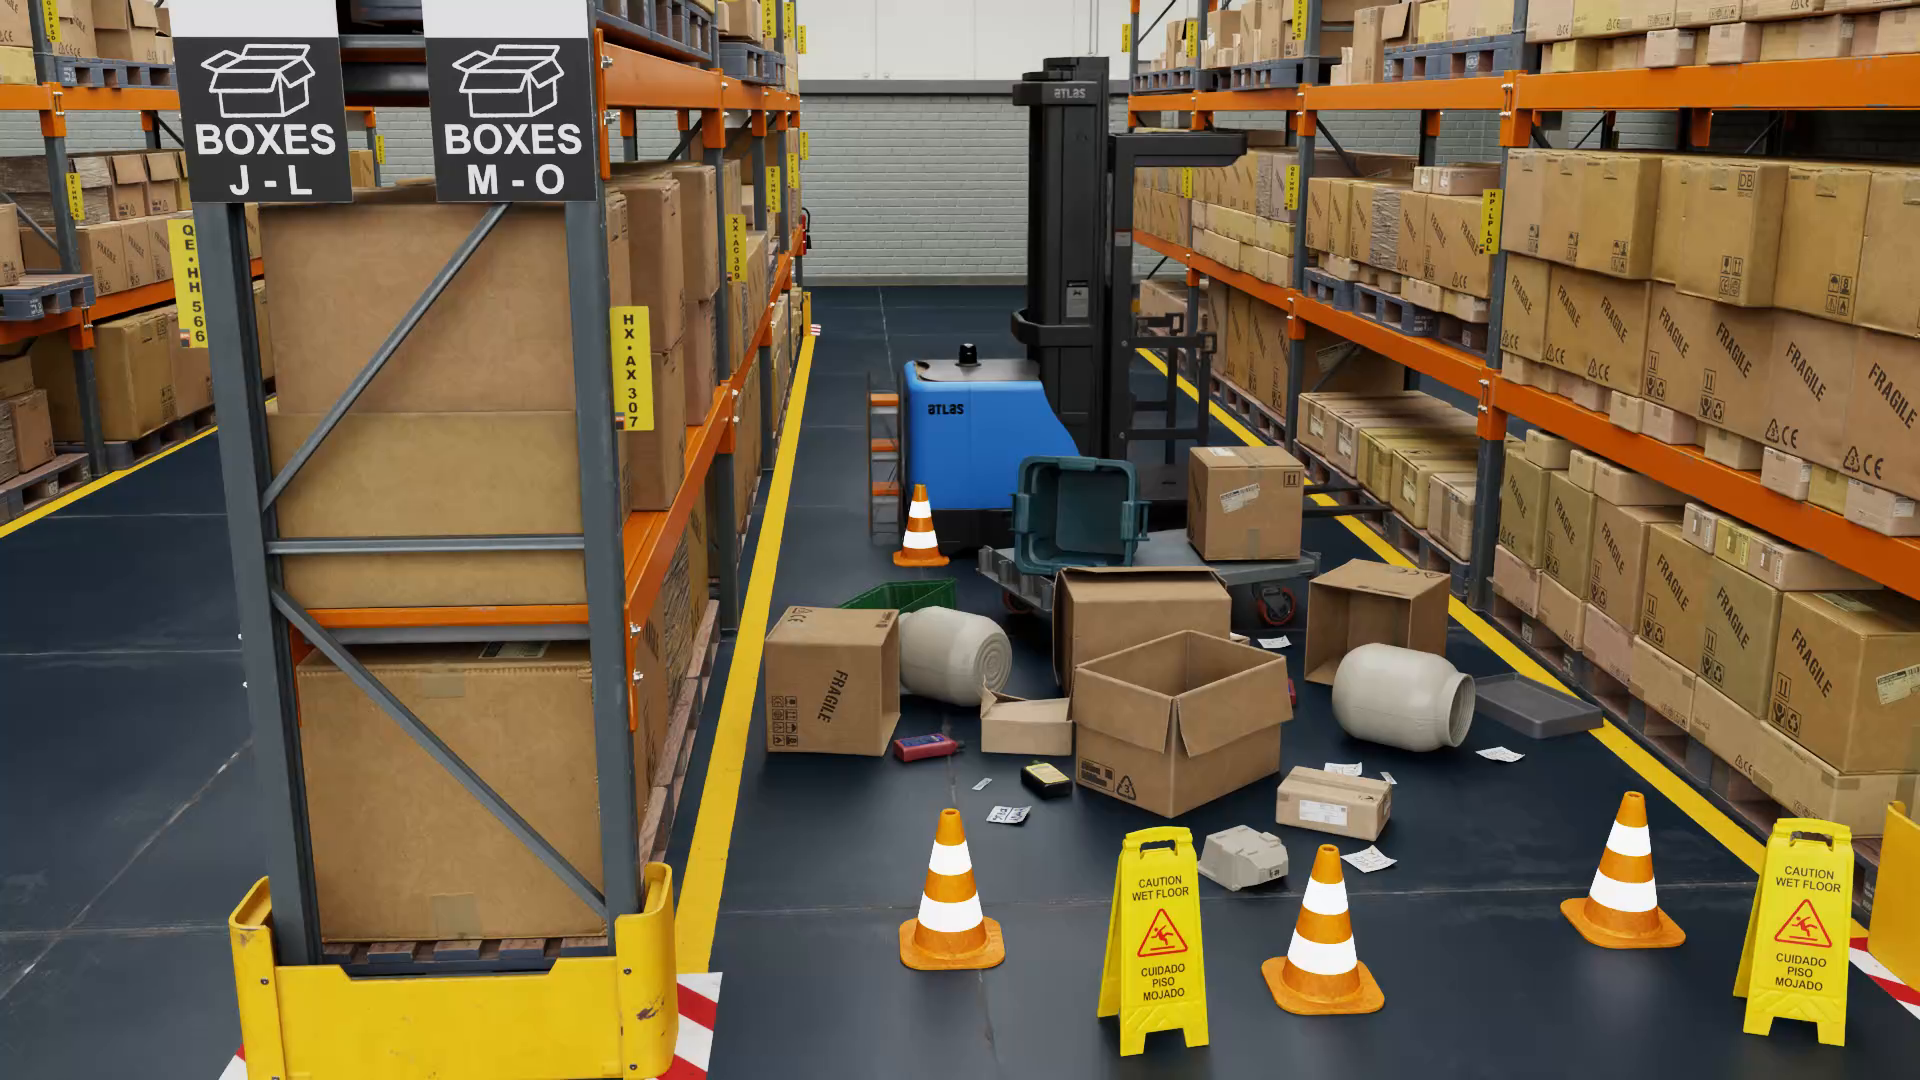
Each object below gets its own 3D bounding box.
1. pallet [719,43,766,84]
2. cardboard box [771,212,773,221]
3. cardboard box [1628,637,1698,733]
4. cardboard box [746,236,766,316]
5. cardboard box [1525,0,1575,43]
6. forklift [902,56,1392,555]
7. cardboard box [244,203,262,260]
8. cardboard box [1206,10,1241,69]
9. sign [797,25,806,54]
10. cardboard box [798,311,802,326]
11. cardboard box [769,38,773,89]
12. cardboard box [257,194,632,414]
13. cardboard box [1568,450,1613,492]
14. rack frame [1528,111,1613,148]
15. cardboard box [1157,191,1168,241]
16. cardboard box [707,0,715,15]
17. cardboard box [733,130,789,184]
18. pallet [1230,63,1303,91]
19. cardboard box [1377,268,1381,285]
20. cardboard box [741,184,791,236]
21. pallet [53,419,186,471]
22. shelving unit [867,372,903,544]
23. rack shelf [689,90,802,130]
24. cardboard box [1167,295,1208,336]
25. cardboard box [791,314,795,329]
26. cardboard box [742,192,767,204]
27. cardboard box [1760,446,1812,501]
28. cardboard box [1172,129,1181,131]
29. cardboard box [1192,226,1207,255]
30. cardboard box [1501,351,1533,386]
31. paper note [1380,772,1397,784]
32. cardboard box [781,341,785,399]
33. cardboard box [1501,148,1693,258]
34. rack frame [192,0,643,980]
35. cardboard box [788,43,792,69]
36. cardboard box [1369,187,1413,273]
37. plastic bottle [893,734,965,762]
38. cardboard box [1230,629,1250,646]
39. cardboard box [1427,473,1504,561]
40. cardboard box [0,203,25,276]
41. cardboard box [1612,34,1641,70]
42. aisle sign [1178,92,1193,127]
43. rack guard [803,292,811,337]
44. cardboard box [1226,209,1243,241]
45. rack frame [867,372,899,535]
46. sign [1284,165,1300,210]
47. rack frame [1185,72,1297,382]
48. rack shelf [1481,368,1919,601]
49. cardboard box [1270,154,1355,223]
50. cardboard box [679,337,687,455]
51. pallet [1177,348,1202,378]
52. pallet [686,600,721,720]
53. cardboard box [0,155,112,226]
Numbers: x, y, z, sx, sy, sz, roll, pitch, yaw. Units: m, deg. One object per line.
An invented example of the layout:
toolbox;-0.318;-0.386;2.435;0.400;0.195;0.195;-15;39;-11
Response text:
pallet;-1.743;-2.897;10.124;1.003;0.211;1.213;0;14;-1
cardboard box;-1.904;-2.970;15.115;0.380;0.149;0.250;0;14;-1
cardboard box;3.141;0.588;6.898;0.500;0.250;0.500;-1;14;-5
cardboard box;-1.583;-1.789;11.260;0.500;0.500;0.500;-1;14;-3
cardboard box;3.028;-2.490;7.868;0.500;0.250;0.500;-1;14;-5
forklift;1.163;-1.452;10.288;3.031;2.935;1.130;-1;14;-4
cardboard box;-6.811;-2.852;15.392;0.500;0.500;0.500;-1;14;-3
cardboard box;2.543;-4.550;15.127;0.500;0.500;0.500;-1;14;-4
sign;-1.849;-5.847;19.436;0.100;0.325;0.005;-1;14;-3
cardboard box;-2.046;-2.595;19.471;0.380;0.149;0.250;0;14;-2
cardboard box;-1.716;-3.744;12.838;0.500;0.500;0.500;-1;14;-3
cardboard box;-1.397;-0.672;4.649;0.875;0.550;0.550;-1;14;-3
cardboard box;3.022;-0.318;7.611;0.380;0.149;0.250;0;14;-1
rack frame;7.484;-4.141;20.603;1.000;3.000;0.127;-1;14;-3
cardboard box;2.411;-3.482;17.838;0.500;0.500;0.500;-1;14;-4
cardboard box;-1.319;-2.475;7.567;0.380;0.149;0.250;-1;14;-4
cardboard box;-1.941;-3.760;16.317;0.500;0.500;0.500;-1;14;-2
pallet;2.861;-3.873;13.918;1.003;0.211;1.213;0;14;-1
cardboard box;2.961;-1.736;10.914;0.380;0.149;0.250;0;14;-1
cardboard box;-1.935;-3.287;16.485;0.500;0.500;0.500;-1;14;-4
pallet;-6.839;-0.768;13.088;1.003;0.211;1.213;-1;14;-3
shelving unit;-0.471;-0.514;10.416;0.215;1.050;0.252;-1;14;-4
rack shelf;-2.280;-4.569;17.689;1.077;0.370;4.000;-1;14;-3
cardboard box;2.790;-2.412;18.180;0.875;0.438;0.875;-1;14;-5
cardboard box;-1.975;-2.351;17.924;0.380;0.149;0.250;-1;14;-4
cardboard box;-1.856;-2.916;14.309;0.380;0.149;0.250;-2;15;-6
cardboard box;3.118;-0.242;5.950;0.380;0.149;0.250;-1;14;-2
cardboard box;2.443;-4.241;17.482;0.380;0.149;0.250;-1;14;-4
cardboard box;2.542;-2.883;16.012;0.500;0.250;0.500;-1;14;-5
cardboard box;2.973;-0.875;8.410;0.380;0.149;0.250;-1;14;-4
paper note;1.740;0.966;6.751;0.032;0.001;0.123;-1;14;-3
cardboard box;-1.800;-1.525;14.607;0.500;0.500;0.500;-1;14;-5
cardboard box;3.085;-1.643;8.090;0.700;0.500;0.500;-1;14;-4
rack frame;-1.413;0.017;4.441;1.000;3.000;0.127;-1;14;-3
cardboard box;-1.990;-4.962;17.071;0.500;0.250;0.500;-1;14;-2
cardboard box;2.925;-1.969;10.518;0.500;0.500;0.500;-1;14;-6
plastic bottle;-0.129;0.871;7.019;0.283;0.061;0.133;-6;16;-23
cardboard box;1.182;0.480;8.127;0.258;0.266;0.396;-13;20;-42
cardboard box;3.239;-0.141;9.484;0.950;0.372;0.625;-1;14;-3
cardboard box;-6.792;-2.039;11.390;0.500;0.500;0.500;-3;15;-10
cardboard box;3.110;-2.140;7.310;0.380;0.149;0.250;0;14;-2
aisle sign;2.835;-5.346;20.066;0.394;0.787;0.004;-1;14;-3
rack guard;-2.399;-2.733;20.145;1.175;0.500;0.348;-1;14;-3
cardboard box;2.622;-2.744;14.469;0.500;0.250;0.500;-1;14;-5
rack frame;-0.480;-0.544;10.534;0.200;1.050;0.008;-1;14;-4
sign;2.472;-2.626;12.388;0.100;0.325;0.005;-1;14;-3
rack frame;2.778;-3.069;16.435;1.000;3.000;0.127;-1;14;-3
rack shelf;3.398;-0.234;6.859;1.077;0.370;4.000;-1;14;-3
cardboard box;2.733;-2.731;12.916;0.500;0.500;0.500;-1;14;-5
cardboard box;-1.520;-0.556;6.367;0.875;0.550;0.500;-1;14;-3
pallet;2.809;-1.909;17.522;1.003;0.211;1.213;-1;14;-3
pallet;-1.691;0.563;7.915;1.003;0.211;1.213;-1;14;-3
cardboard box;-6.894;-2.638;12.544;0.797;0.503;0.637;0;14;-2
